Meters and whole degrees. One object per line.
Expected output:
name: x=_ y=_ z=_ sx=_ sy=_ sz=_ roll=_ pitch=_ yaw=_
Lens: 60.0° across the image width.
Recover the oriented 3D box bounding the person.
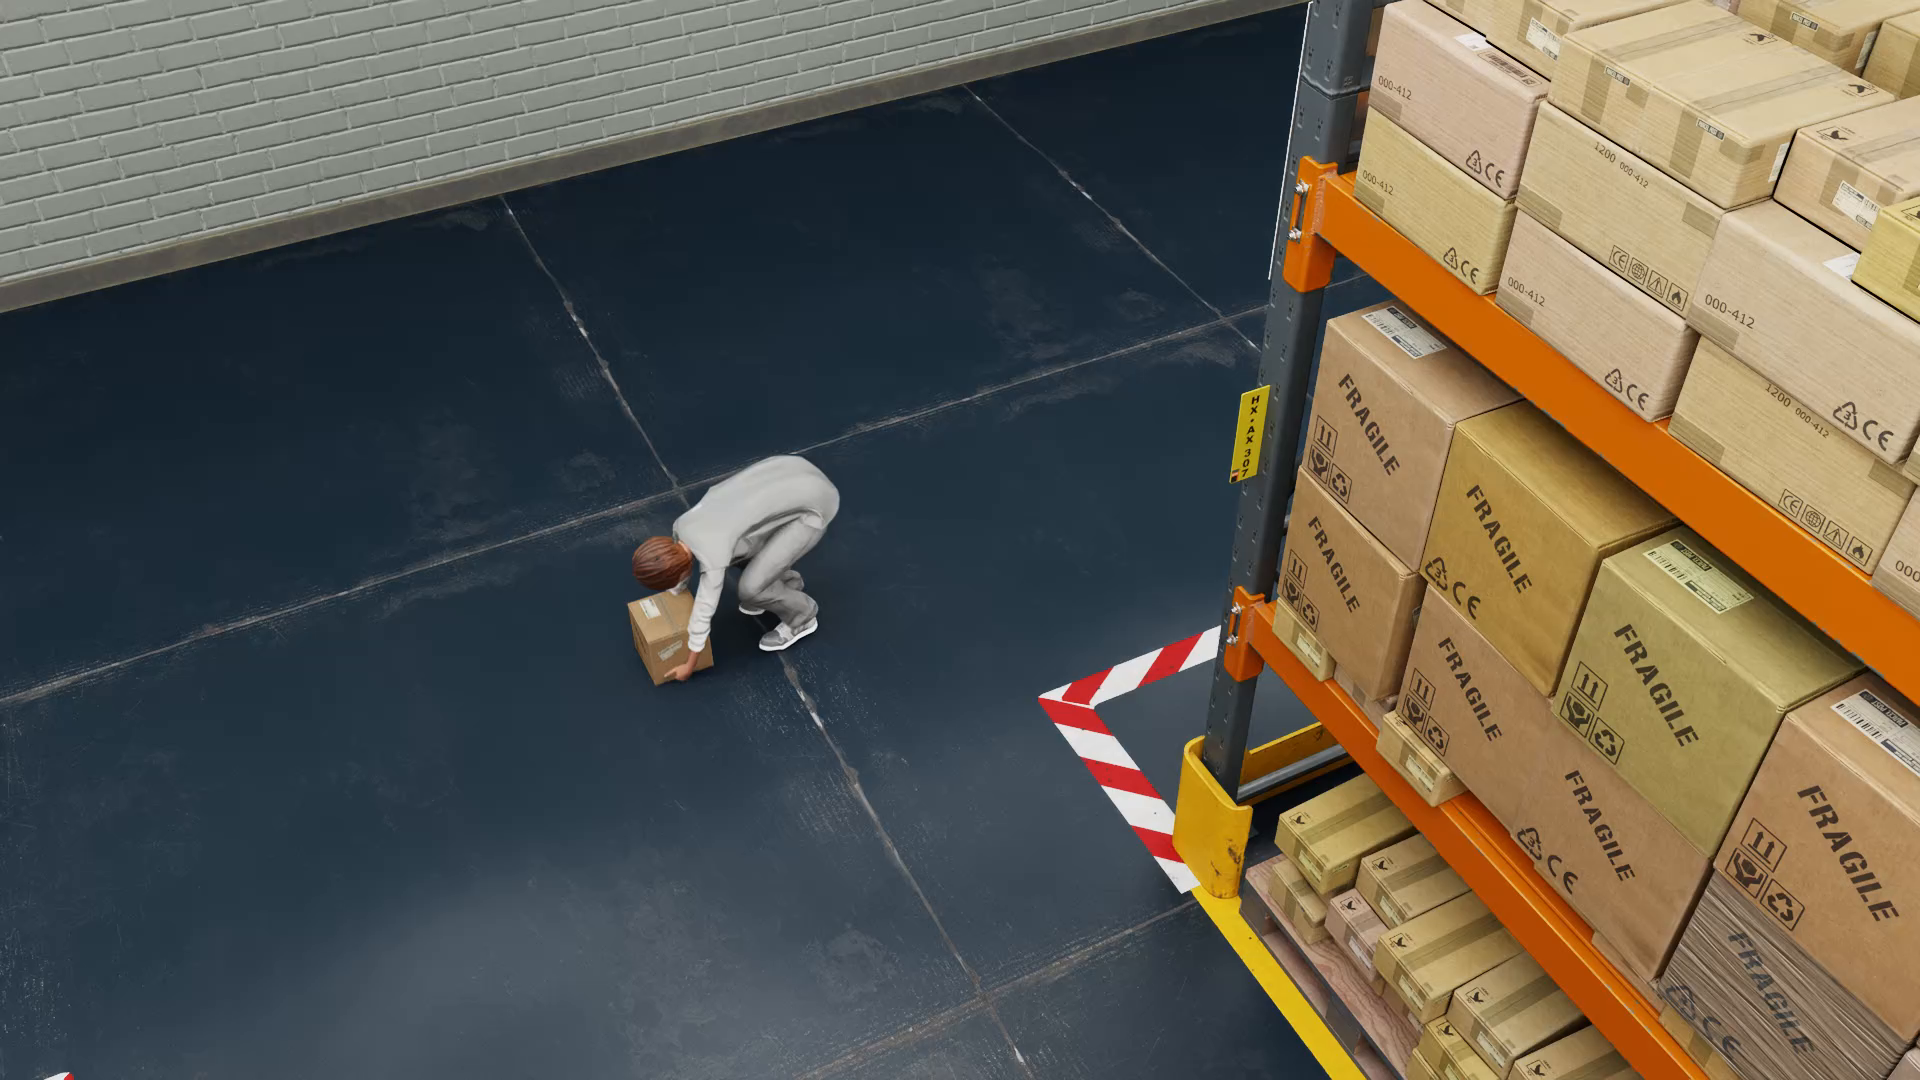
person: x=-0.880 y=0.098 z=6.669 sx=0.864 sy=0.807 sz=0.432 roll=-21 pitch=46 yaw=-22
